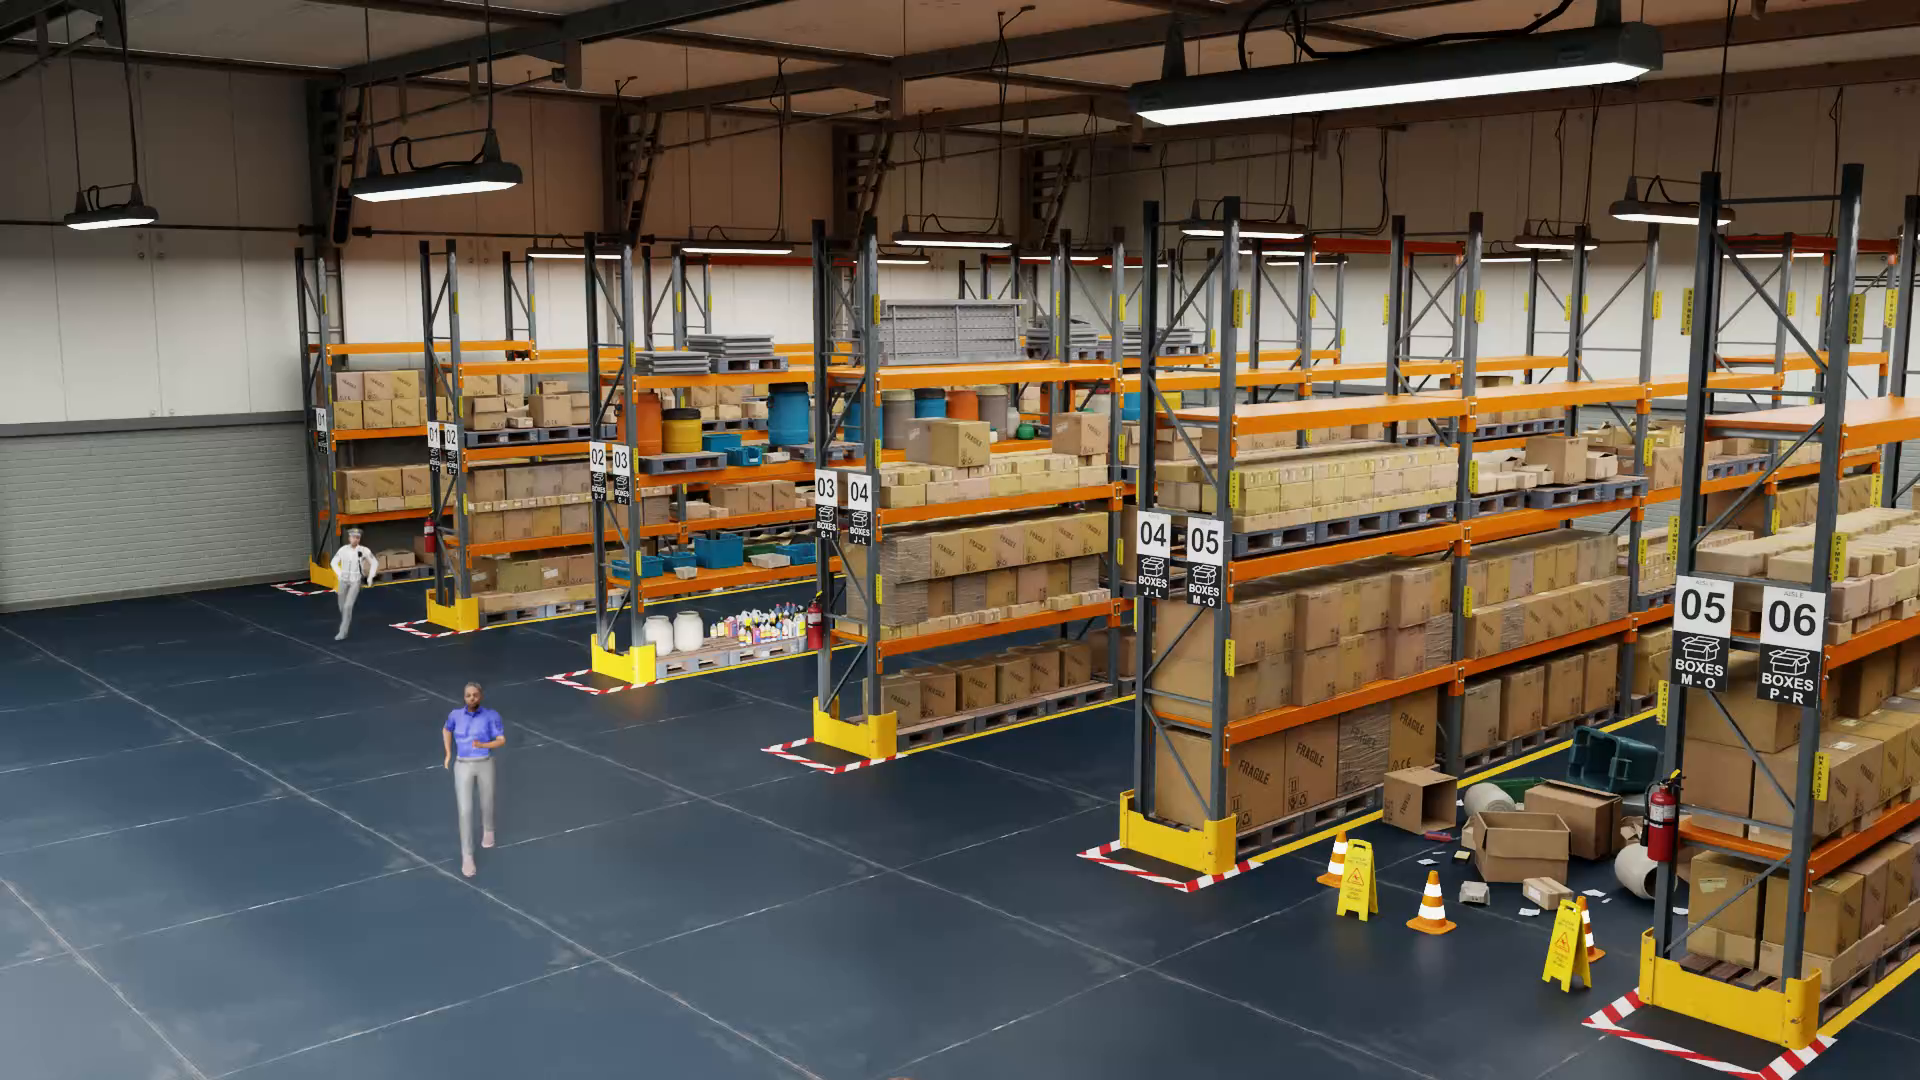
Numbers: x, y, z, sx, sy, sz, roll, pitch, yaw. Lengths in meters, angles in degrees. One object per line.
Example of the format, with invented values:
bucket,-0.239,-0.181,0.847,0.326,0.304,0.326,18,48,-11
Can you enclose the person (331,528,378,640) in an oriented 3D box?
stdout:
person,-9.214,0.634,25.275,0.672,1.645,0.869,-1,8,-5

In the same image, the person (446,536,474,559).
person,-8.336,0.185,28.153,0.705,1.727,0.660,8,11,42

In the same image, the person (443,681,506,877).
person,-4.428,2.119,15.193,0.562,1.682,0.867,-2,9,-14
